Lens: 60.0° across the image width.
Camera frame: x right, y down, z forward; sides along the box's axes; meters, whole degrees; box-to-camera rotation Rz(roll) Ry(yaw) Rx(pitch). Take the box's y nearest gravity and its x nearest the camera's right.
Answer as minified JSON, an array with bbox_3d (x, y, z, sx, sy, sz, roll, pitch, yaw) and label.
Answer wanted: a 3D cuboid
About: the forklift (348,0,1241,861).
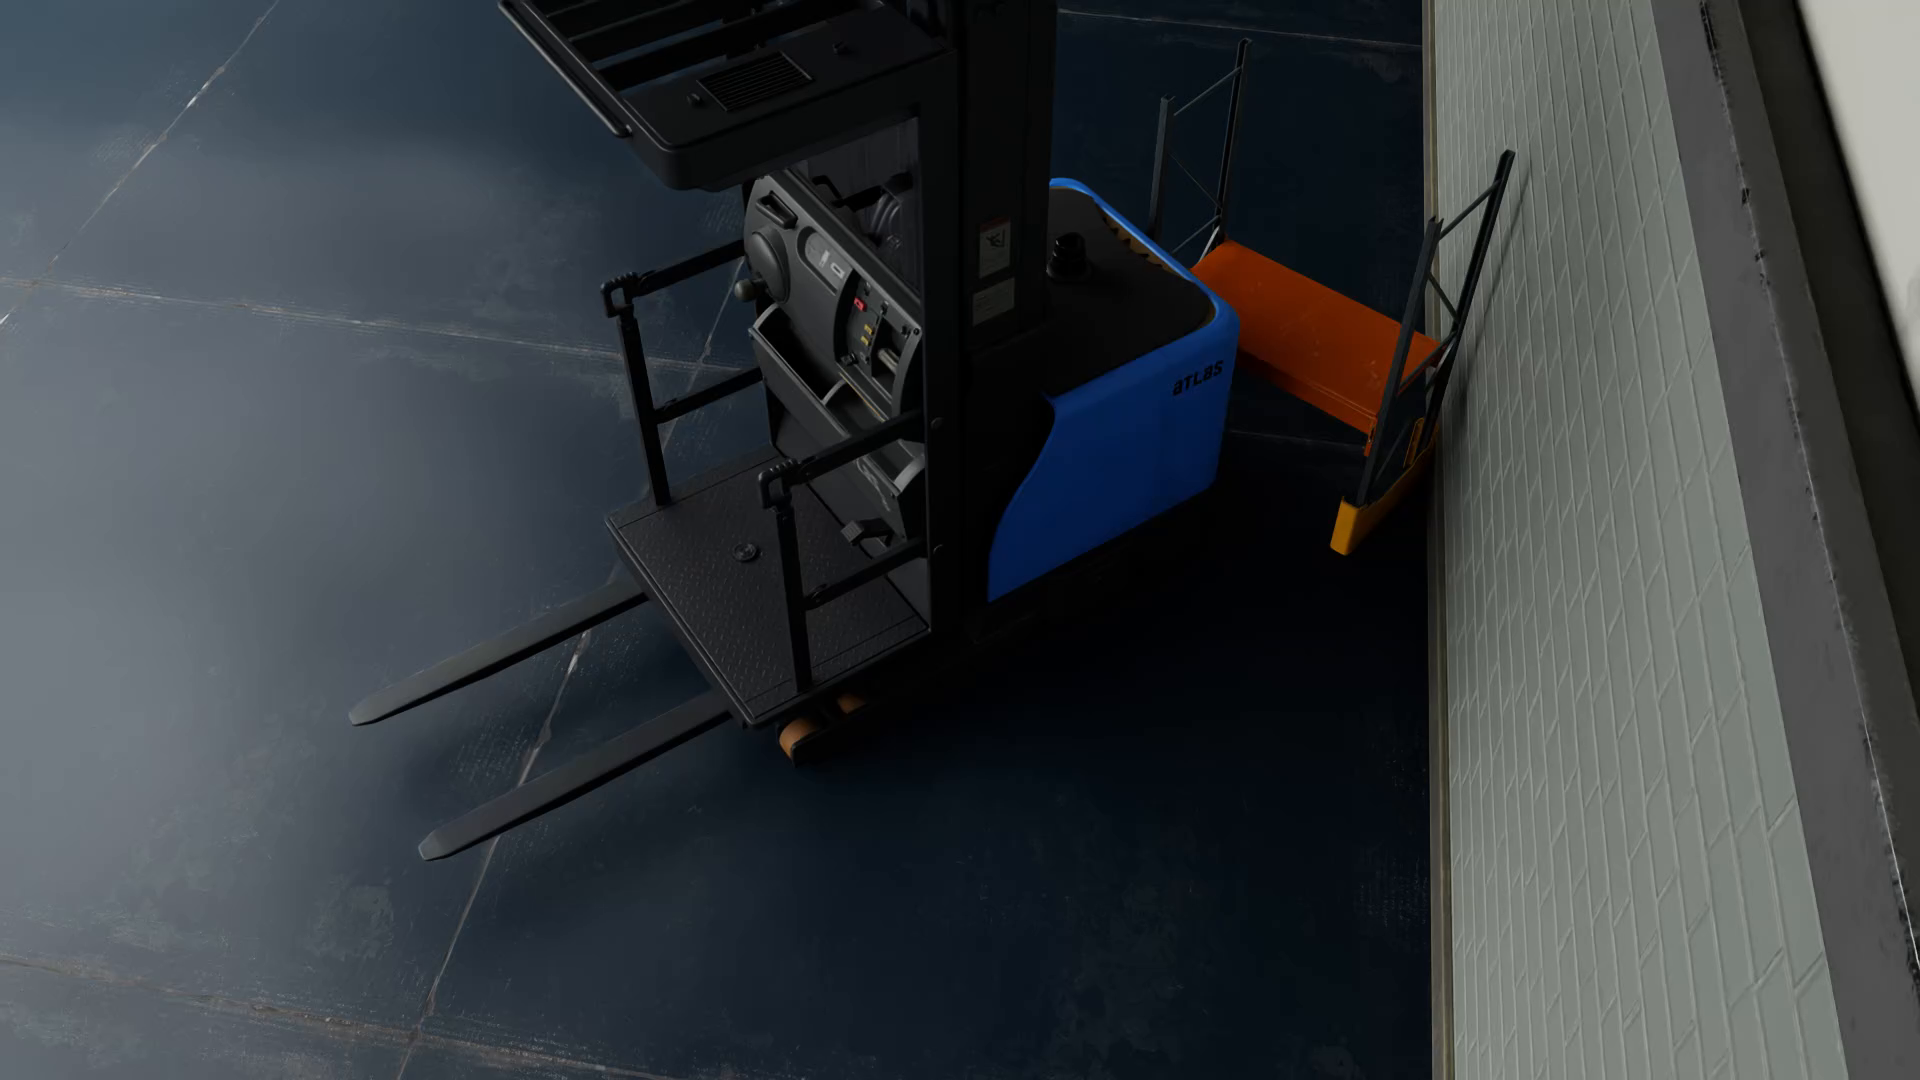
[{"bbox_3d":[-0.562,-0.686,4.895,3.031,2.935,1.130,-27,53,-22],"label":"forklift"}]

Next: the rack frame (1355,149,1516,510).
[{"bbox_3d":[1.615,-0.613,5.793,0.032,1.500,0.500,33,56,26],"label":"rack frame"}]

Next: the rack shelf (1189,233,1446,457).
[{"bbox_3d":[1.231,-0.741,6.149,1.000,0.185,0.538,33,56,26],"label":"rack shelf"}]

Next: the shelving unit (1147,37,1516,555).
[{"bbox_3d":[1.224,-0.865,6.019,1.083,1.500,0.587,33,56,26],"label":"shelving unit"}]

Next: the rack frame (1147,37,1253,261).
[{"bbox_3d":[0.847,-1.108,6.238,0.032,1.500,0.500,33,56,26],"label":"rack frame"}]

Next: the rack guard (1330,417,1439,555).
[{"bbox_3d":[1.601,-0.205,6.266,0.087,0.250,0.587,33,56,26],"label":"rack guard"}]
